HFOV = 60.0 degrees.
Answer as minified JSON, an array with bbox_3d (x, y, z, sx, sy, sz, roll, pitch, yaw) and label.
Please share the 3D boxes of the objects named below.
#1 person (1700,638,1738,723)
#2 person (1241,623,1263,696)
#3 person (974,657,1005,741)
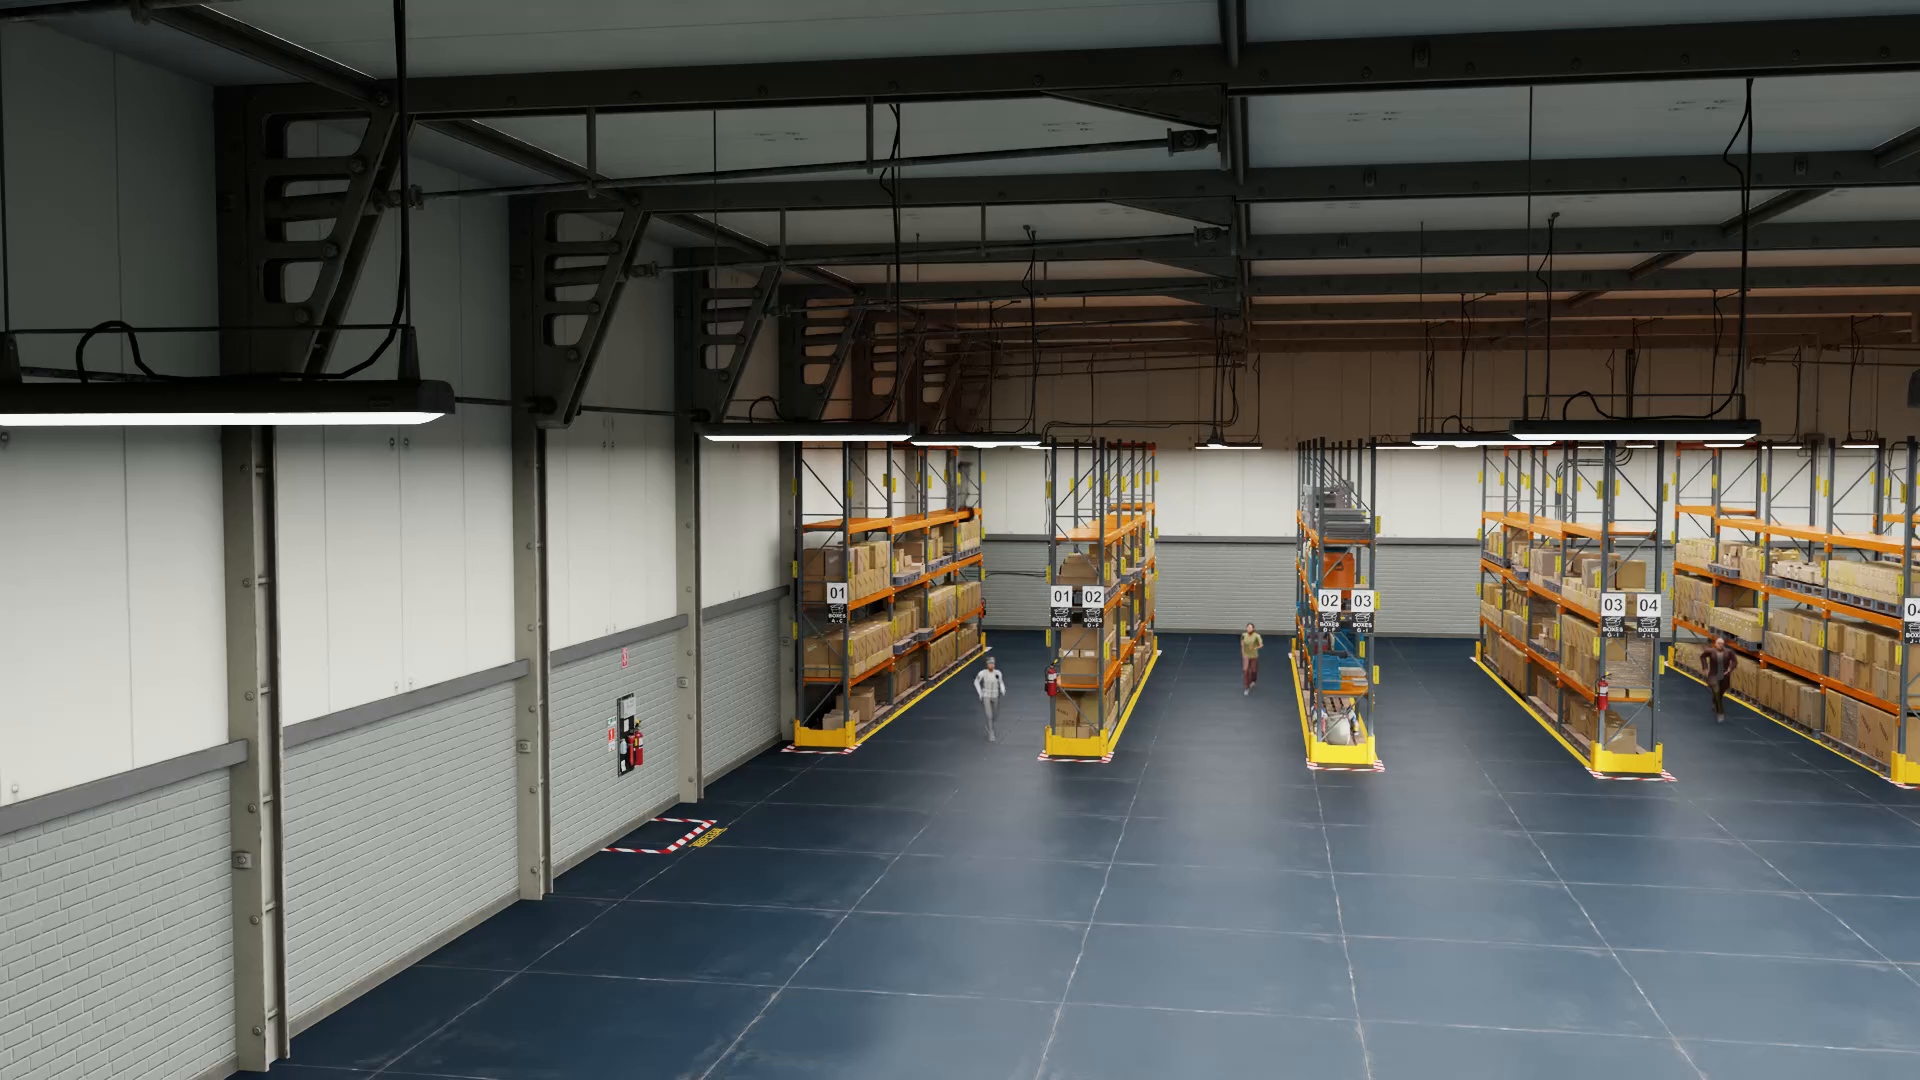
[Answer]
[{"bbox_3d":[16.245,2.967,35.623,0.712,1.778,1.186,1,3,13],"label":"person"},{"bbox_3d":[6.936,2.814,39.505,0.531,1.710,1.061,1,3,13],"label":"person"},{"bbox_3d":[0.581,3.142,33.283,0.603,1.668,0.785,-1,3,-14],"label":"person"}]
